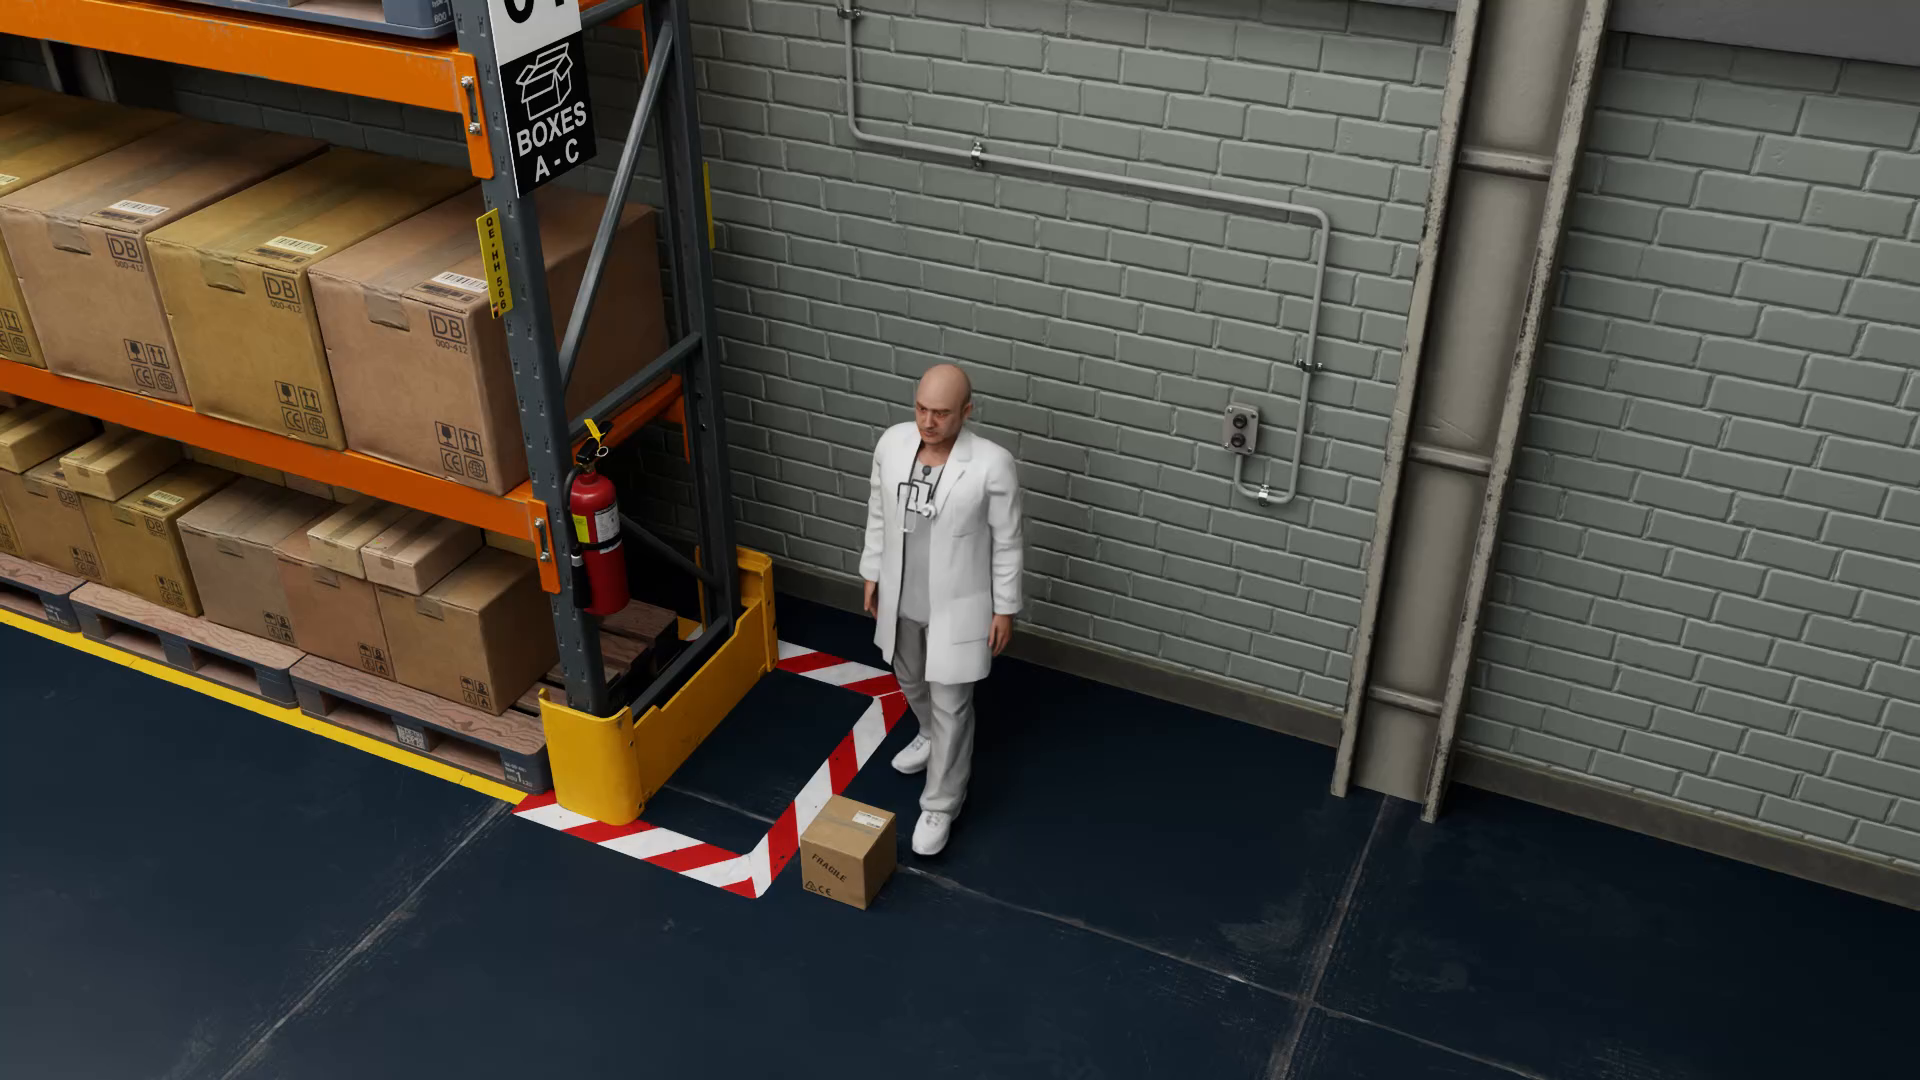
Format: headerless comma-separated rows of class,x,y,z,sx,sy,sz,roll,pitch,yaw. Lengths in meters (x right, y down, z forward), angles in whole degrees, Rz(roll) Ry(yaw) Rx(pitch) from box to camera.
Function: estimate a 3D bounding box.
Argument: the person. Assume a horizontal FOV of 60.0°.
person,-0.100,0.214,5.815,0.624,1.783,0.721,17,37,24
